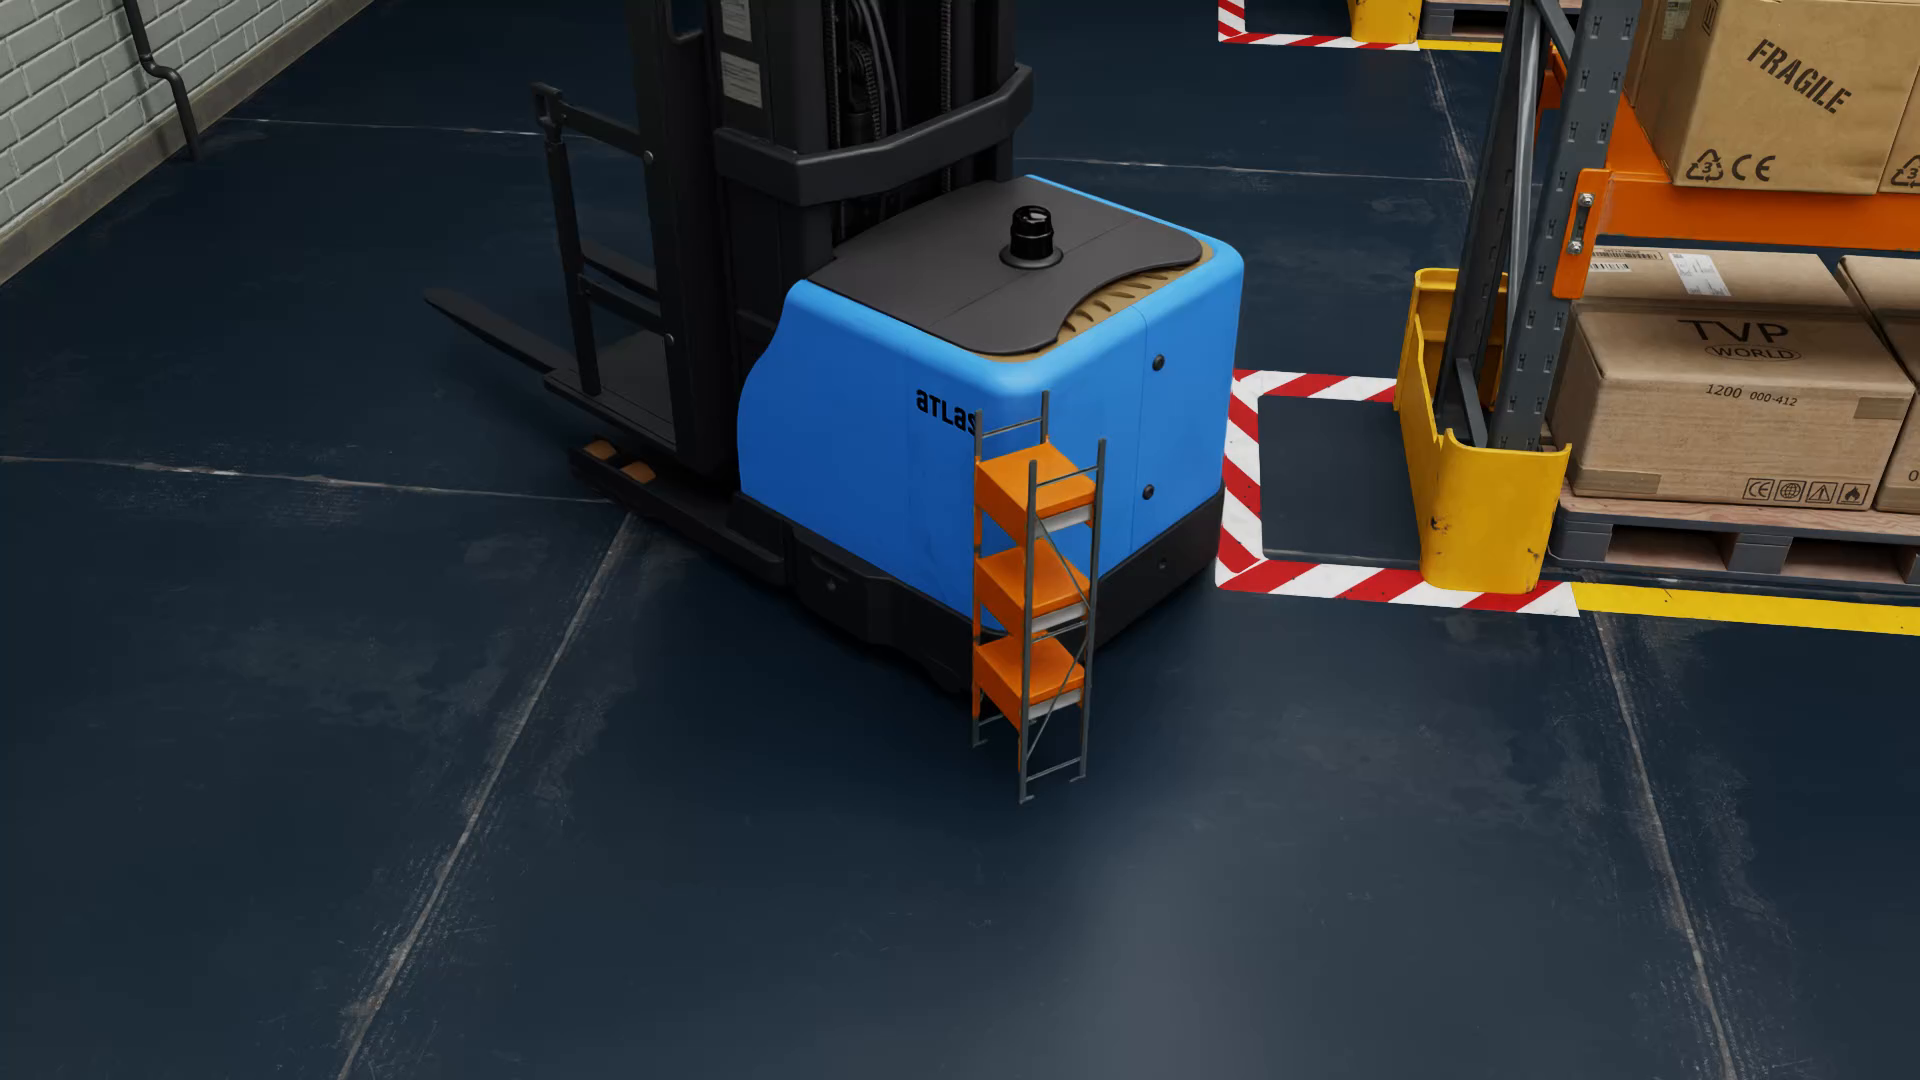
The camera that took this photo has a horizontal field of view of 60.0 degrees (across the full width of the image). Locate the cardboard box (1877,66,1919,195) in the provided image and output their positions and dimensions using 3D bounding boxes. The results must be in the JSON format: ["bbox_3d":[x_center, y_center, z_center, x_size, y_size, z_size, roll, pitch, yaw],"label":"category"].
[{"bbox_3d":[2.620,-1.217,4.287,0.500,0.500,0.500,4,36,5],"label":"cardboard box"}]

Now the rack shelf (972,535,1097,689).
[{"bbox_3d":[0.182,0.171,4.125,0.215,0.259,0.240,-18,39,-23],"label":"rack shelf"}]

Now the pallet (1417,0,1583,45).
[{"bbox_3d":[3.170,-3.060,9.356,1.213,0.211,1.003,4,36,6],"label":"pallet"}]

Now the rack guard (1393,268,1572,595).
[{"bbox_3d":[1.651,-0.383,5.356,0.348,0.500,1.175,4,36,6],"label":"rack guard"}]

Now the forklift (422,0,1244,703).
[{"bbox_3d":[-0.642,-1.479,4.799,3.031,2.935,1.130,28,44,33],"label":"forklift"}]

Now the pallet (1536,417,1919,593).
[{"bbox_3d":[2.478,-0.250,5.418,1.213,0.211,1.003,4,36,6],"label":"pallet"}]

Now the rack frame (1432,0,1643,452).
[{"bbox_3d":[1.675,-1.399,4.628,0.127,3.000,1.000,4,36,6],"label":"rack frame"}]

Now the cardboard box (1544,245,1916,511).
[{"bbox_3d":[2.343,-0.535,5.262,0.875,0.438,0.875,3,36,4],"label":"cardboard box"}]

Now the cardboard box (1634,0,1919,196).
[{"bbox_3d":[2.115,-1.238,4.317,0.500,0.500,0.500,4,36,6],"label":"cardboard box"}]

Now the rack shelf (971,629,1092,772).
[{"bbox_3d":[0.181,0.397,4.286,0.215,0.259,0.240,-18,39,-23],"label":"rack shelf"}]

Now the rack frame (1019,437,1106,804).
[{"bbox_3d":[0.241,0.224,4.032,0.200,1.050,0.008,-18,39,-23],"label":"rack frame"}]

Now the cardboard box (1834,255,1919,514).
[{"bbox_3d":[3.251,-0.473,5.174,0.875,0.438,0.875,5,36,7],"label":"cardboard box"}]

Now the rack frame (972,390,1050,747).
[{"bbox_3d":[0.122,0.100,4.205,0.200,1.050,0.008,-18,39,-23],"label":"rack frame"}]

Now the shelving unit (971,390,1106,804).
[{"bbox_3d":[0.182,0.162,4.118,0.215,1.050,0.252,-18,39,-23],"label":"shelving unit"}]

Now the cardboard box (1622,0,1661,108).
[{"bbox_3d":[2.187,-1.556,4.762,0.500,0.500,0.500,4,36,6],"label":"cardboard box"}]

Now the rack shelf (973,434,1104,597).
[{"bbox_3d":[0.182,-0.060,3.959,0.215,0.259,0.240,-18,39,-23],"label":"rack shelf"}]

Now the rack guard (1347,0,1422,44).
[{"bbox_3d":[2.379,-3.236,9.354,0.348,0.500,1.175,4,36,6],"label":"rack guard"}]

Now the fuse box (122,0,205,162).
[{"bbox_3d":[-3.508,-2.478,7.248,0.414,1.711,0.539,4,36,6],"label":"fuse box"}]

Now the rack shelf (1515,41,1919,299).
[{"bbox_3d":[3.659,-0.958,4.629,4.000,0.370,1.077,4,36,6],"label":"rack shelf"}]
